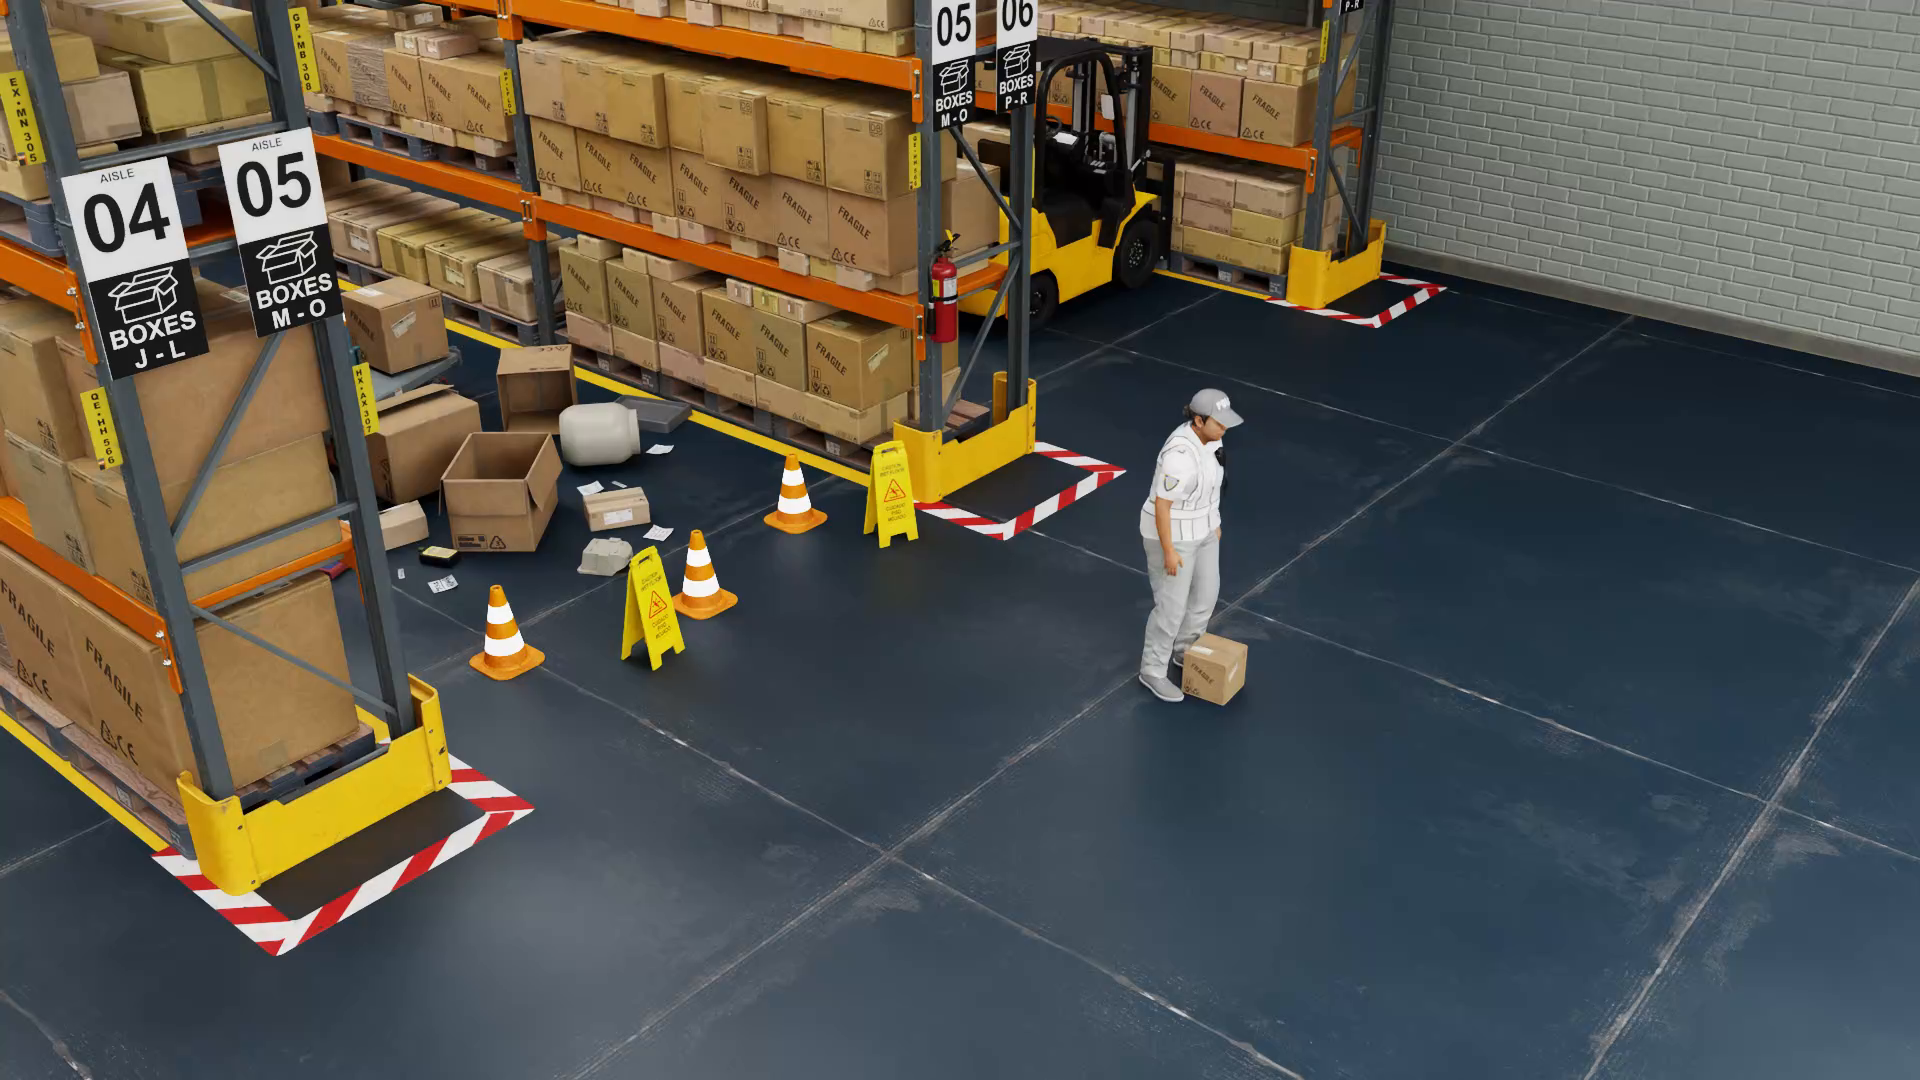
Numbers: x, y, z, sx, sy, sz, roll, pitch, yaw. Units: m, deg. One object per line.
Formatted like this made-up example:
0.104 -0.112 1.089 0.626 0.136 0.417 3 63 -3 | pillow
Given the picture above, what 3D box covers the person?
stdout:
1.186 -0.010 8.630 0.467 1.667 0.559 19 33 33 | person
